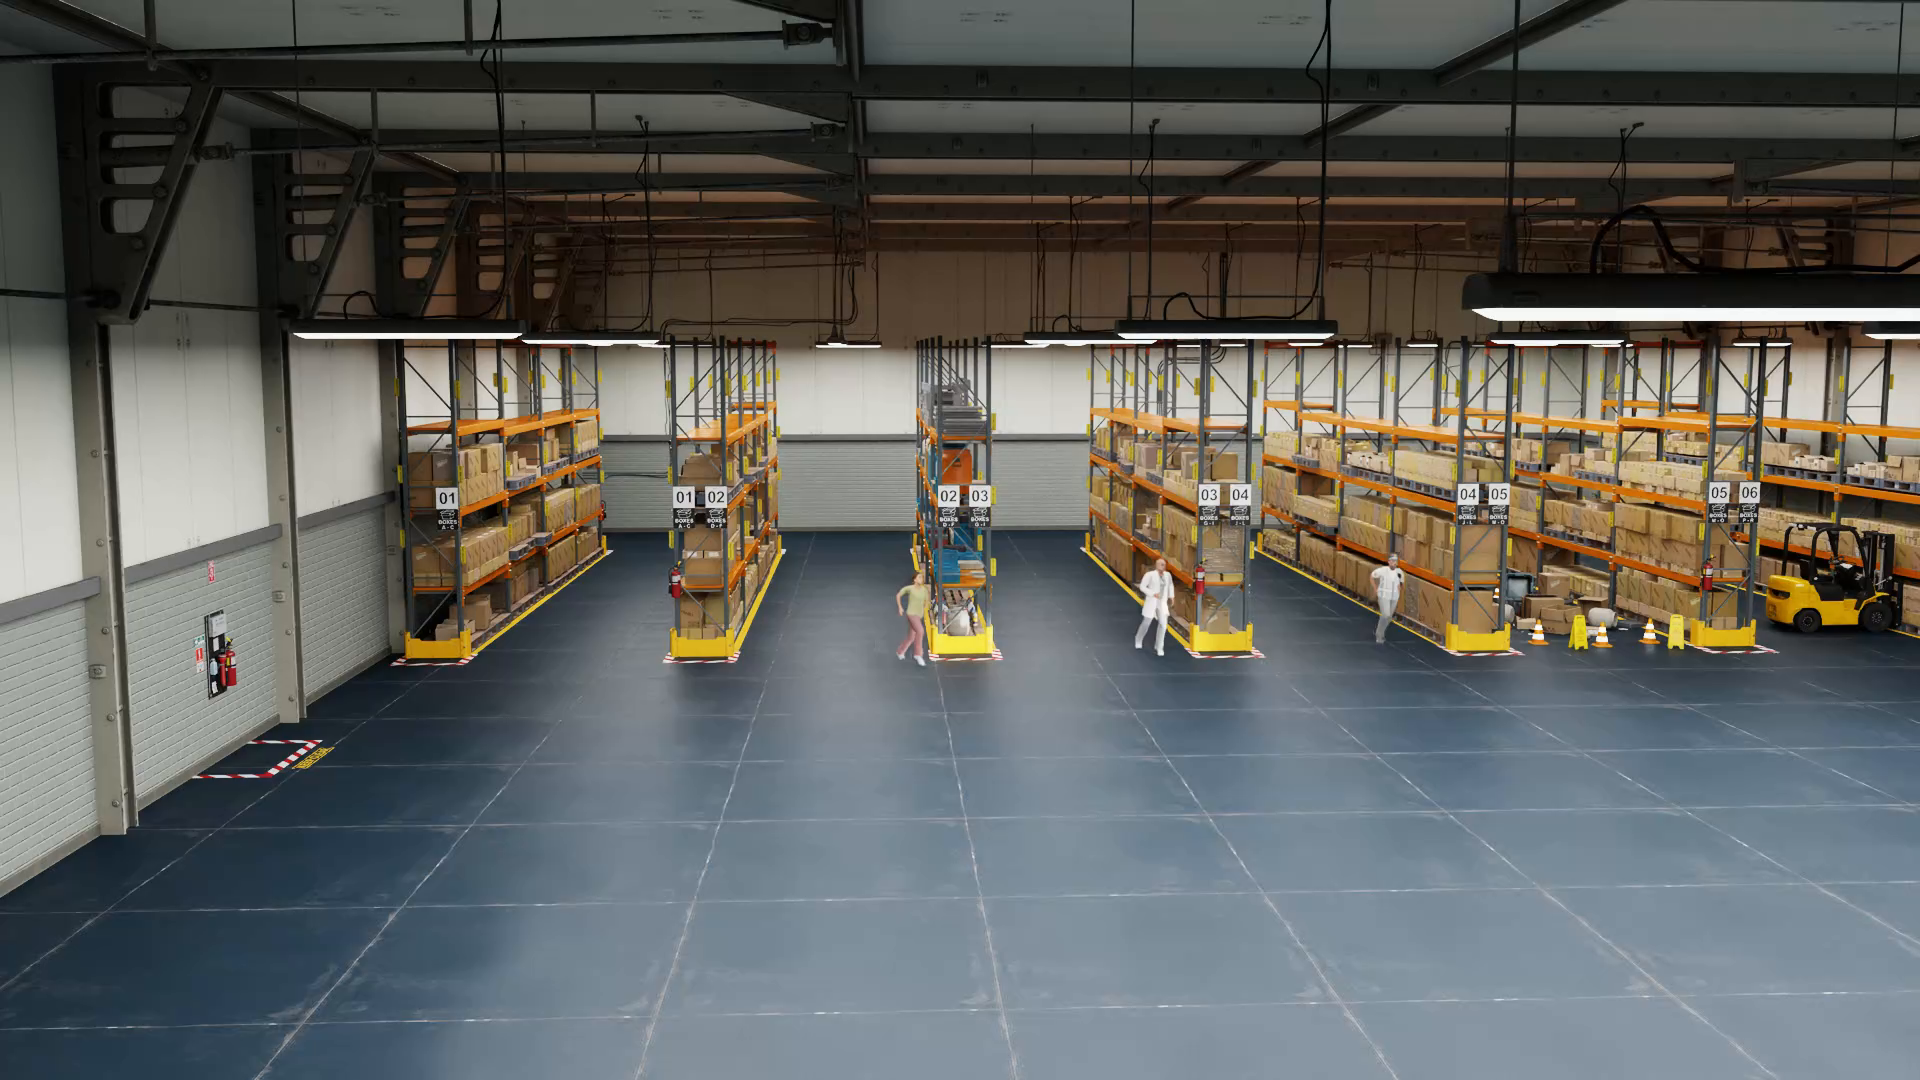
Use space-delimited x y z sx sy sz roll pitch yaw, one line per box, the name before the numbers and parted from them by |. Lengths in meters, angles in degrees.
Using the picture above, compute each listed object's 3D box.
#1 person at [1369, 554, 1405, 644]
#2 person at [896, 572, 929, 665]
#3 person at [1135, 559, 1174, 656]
person | 8.445 1.164 32.761 0.640 1.820 0.748 -1 7 -12
person | -0.790 1.416 30.643 0.577 1.664 0.814 -6 9 -43
person | 3.758 1.266 31.645 0.767 1.840 0.857 -2 7 -17
